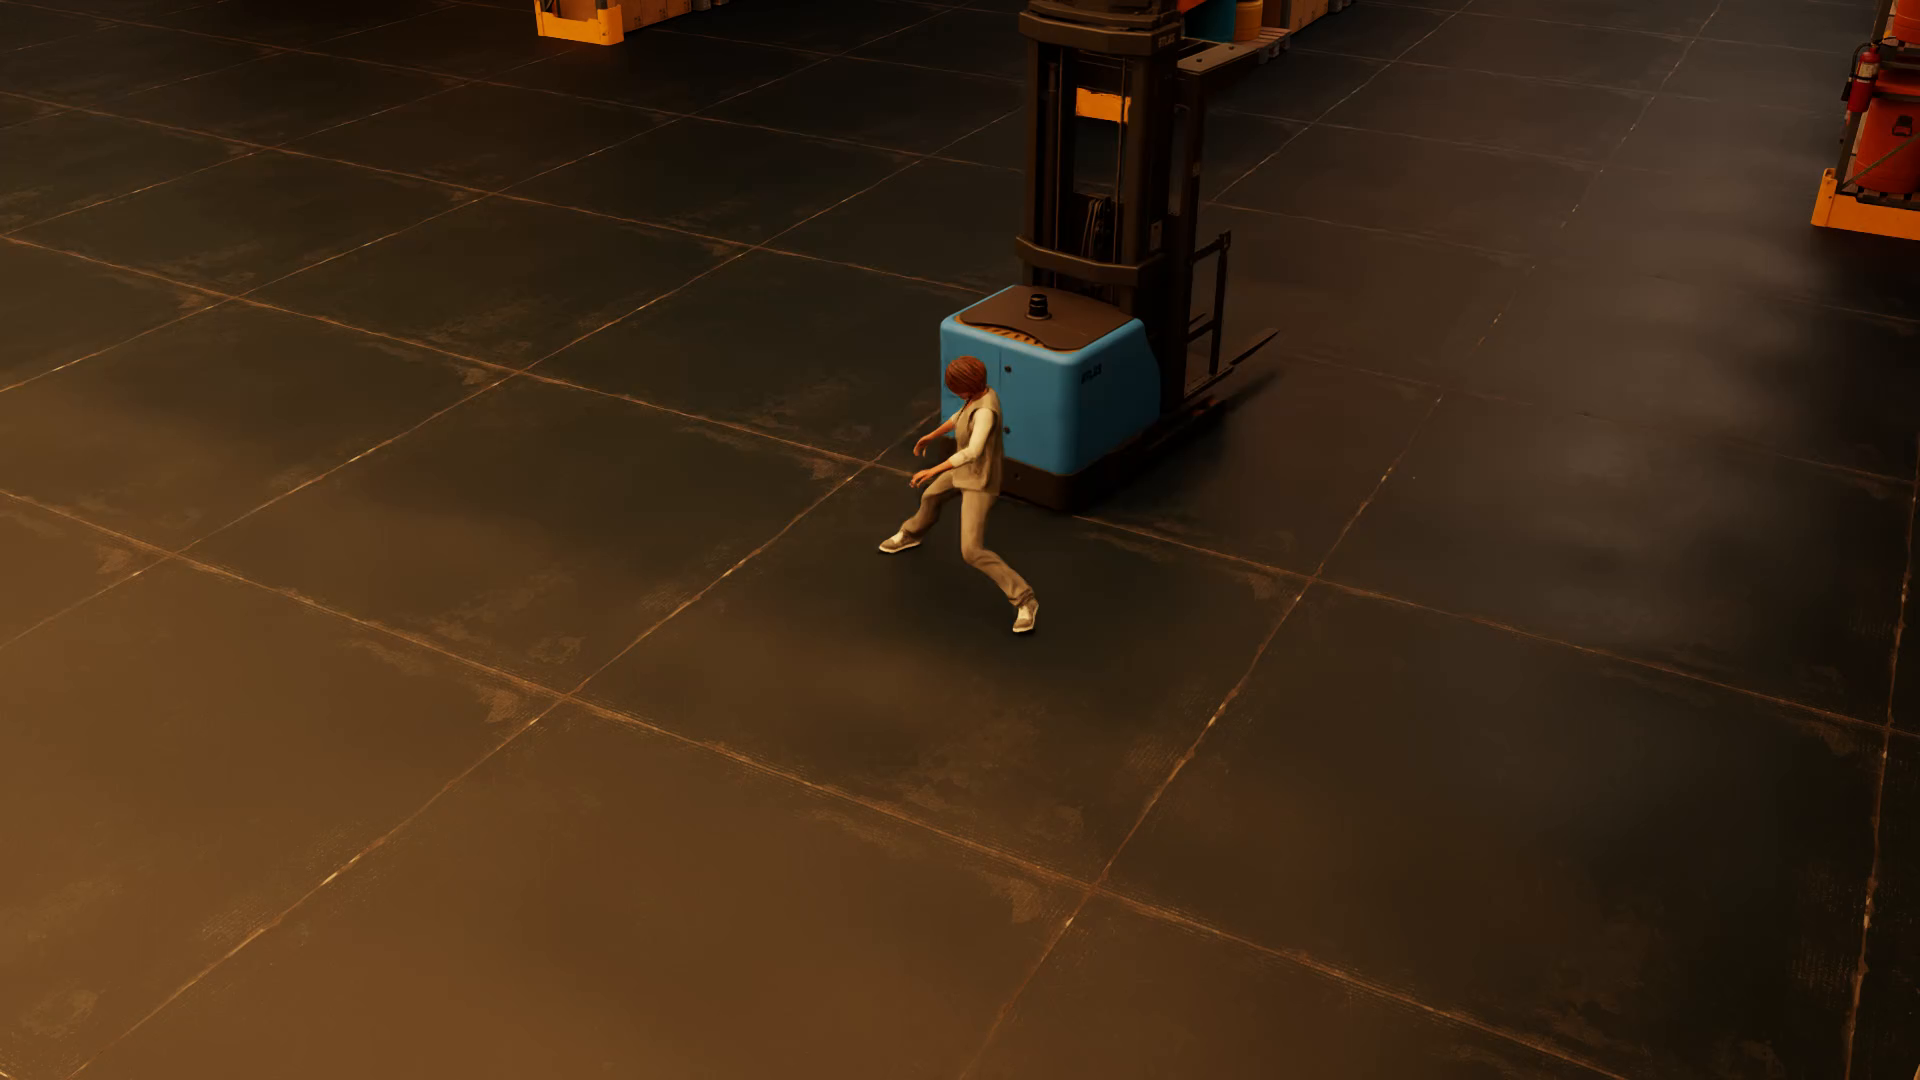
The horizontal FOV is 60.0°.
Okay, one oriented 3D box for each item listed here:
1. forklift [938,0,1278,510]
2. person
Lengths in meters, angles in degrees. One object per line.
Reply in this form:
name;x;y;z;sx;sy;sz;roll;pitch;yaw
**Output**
forklift;1.158;-2.126;10.755;1.130;2.935;3.031;21;36;32
person;-0.018;-0.332;9.178;0.839;1.390;1.110;-3;30;-5
